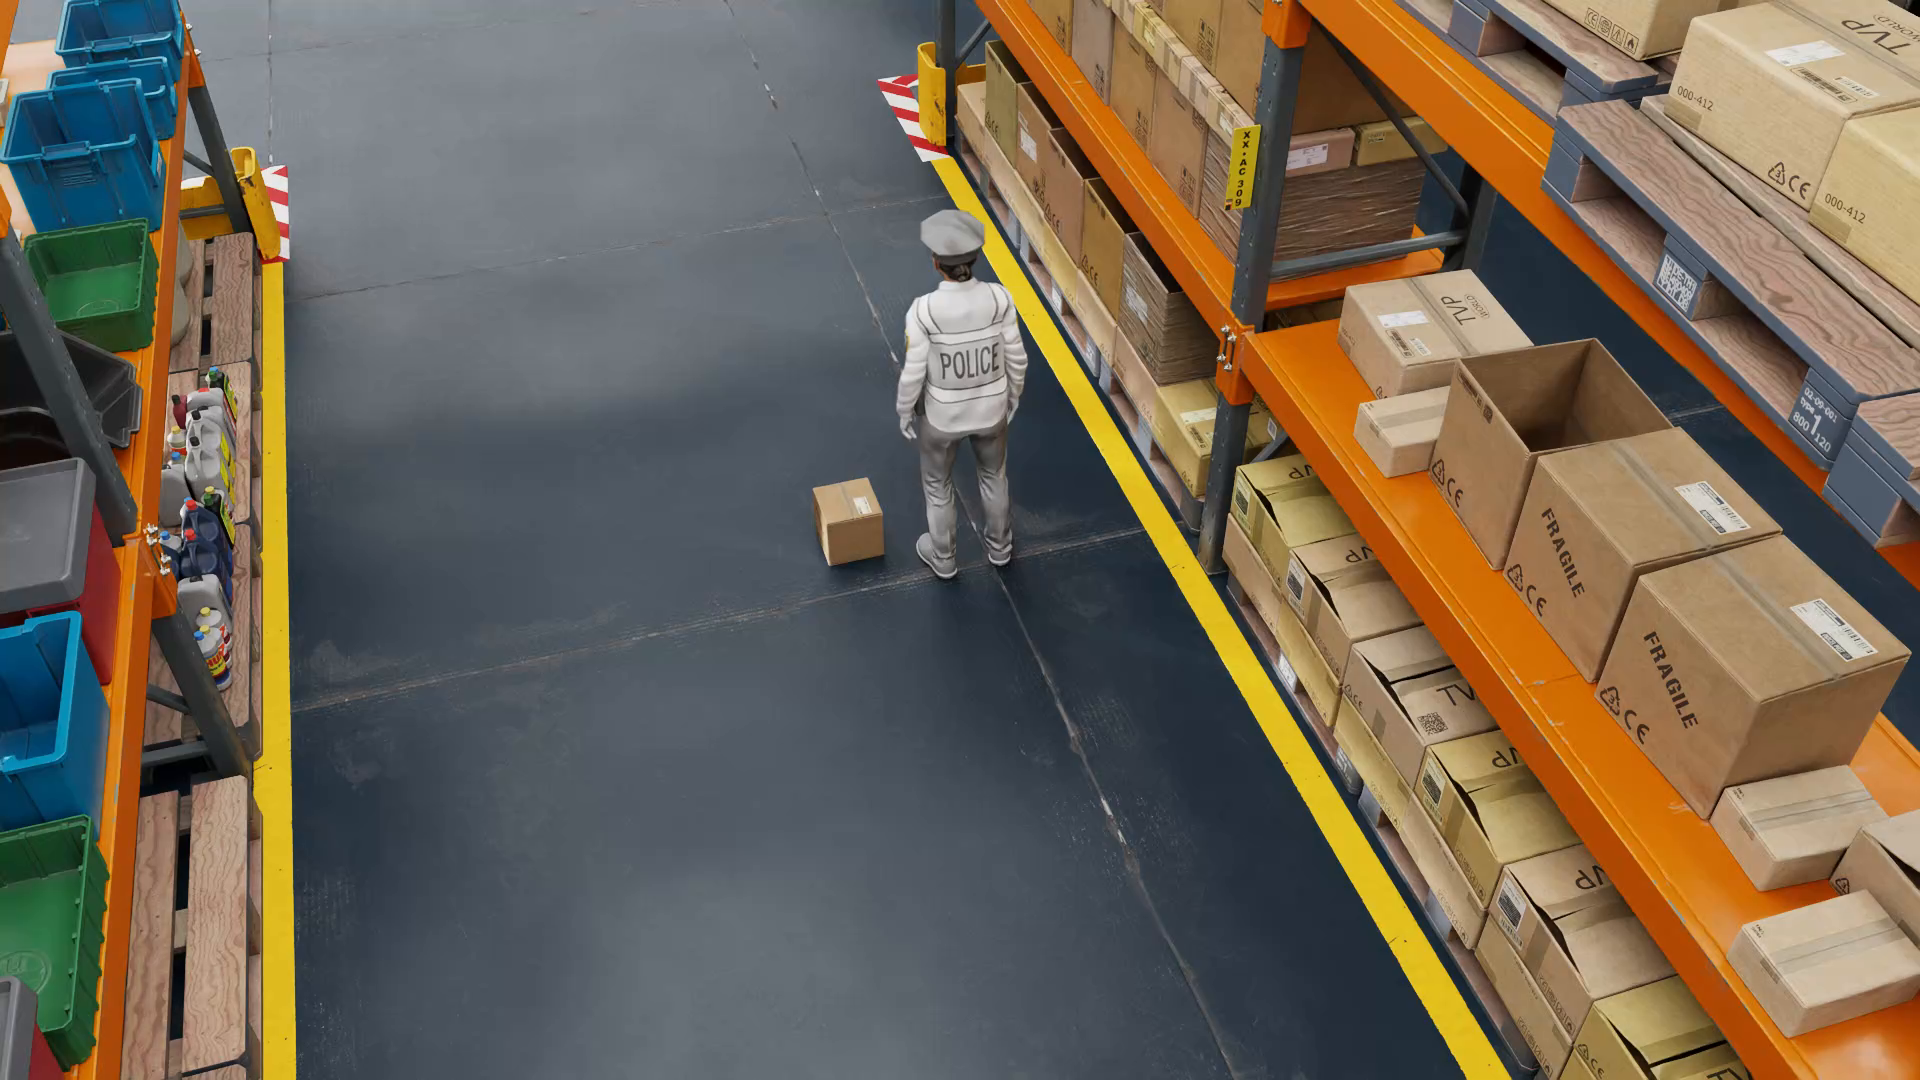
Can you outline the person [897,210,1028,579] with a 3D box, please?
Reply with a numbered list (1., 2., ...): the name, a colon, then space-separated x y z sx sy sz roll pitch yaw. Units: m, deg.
1. person: 0.006 -0.534 6.740 0.529 1.664 0.371 -11 44 -11
